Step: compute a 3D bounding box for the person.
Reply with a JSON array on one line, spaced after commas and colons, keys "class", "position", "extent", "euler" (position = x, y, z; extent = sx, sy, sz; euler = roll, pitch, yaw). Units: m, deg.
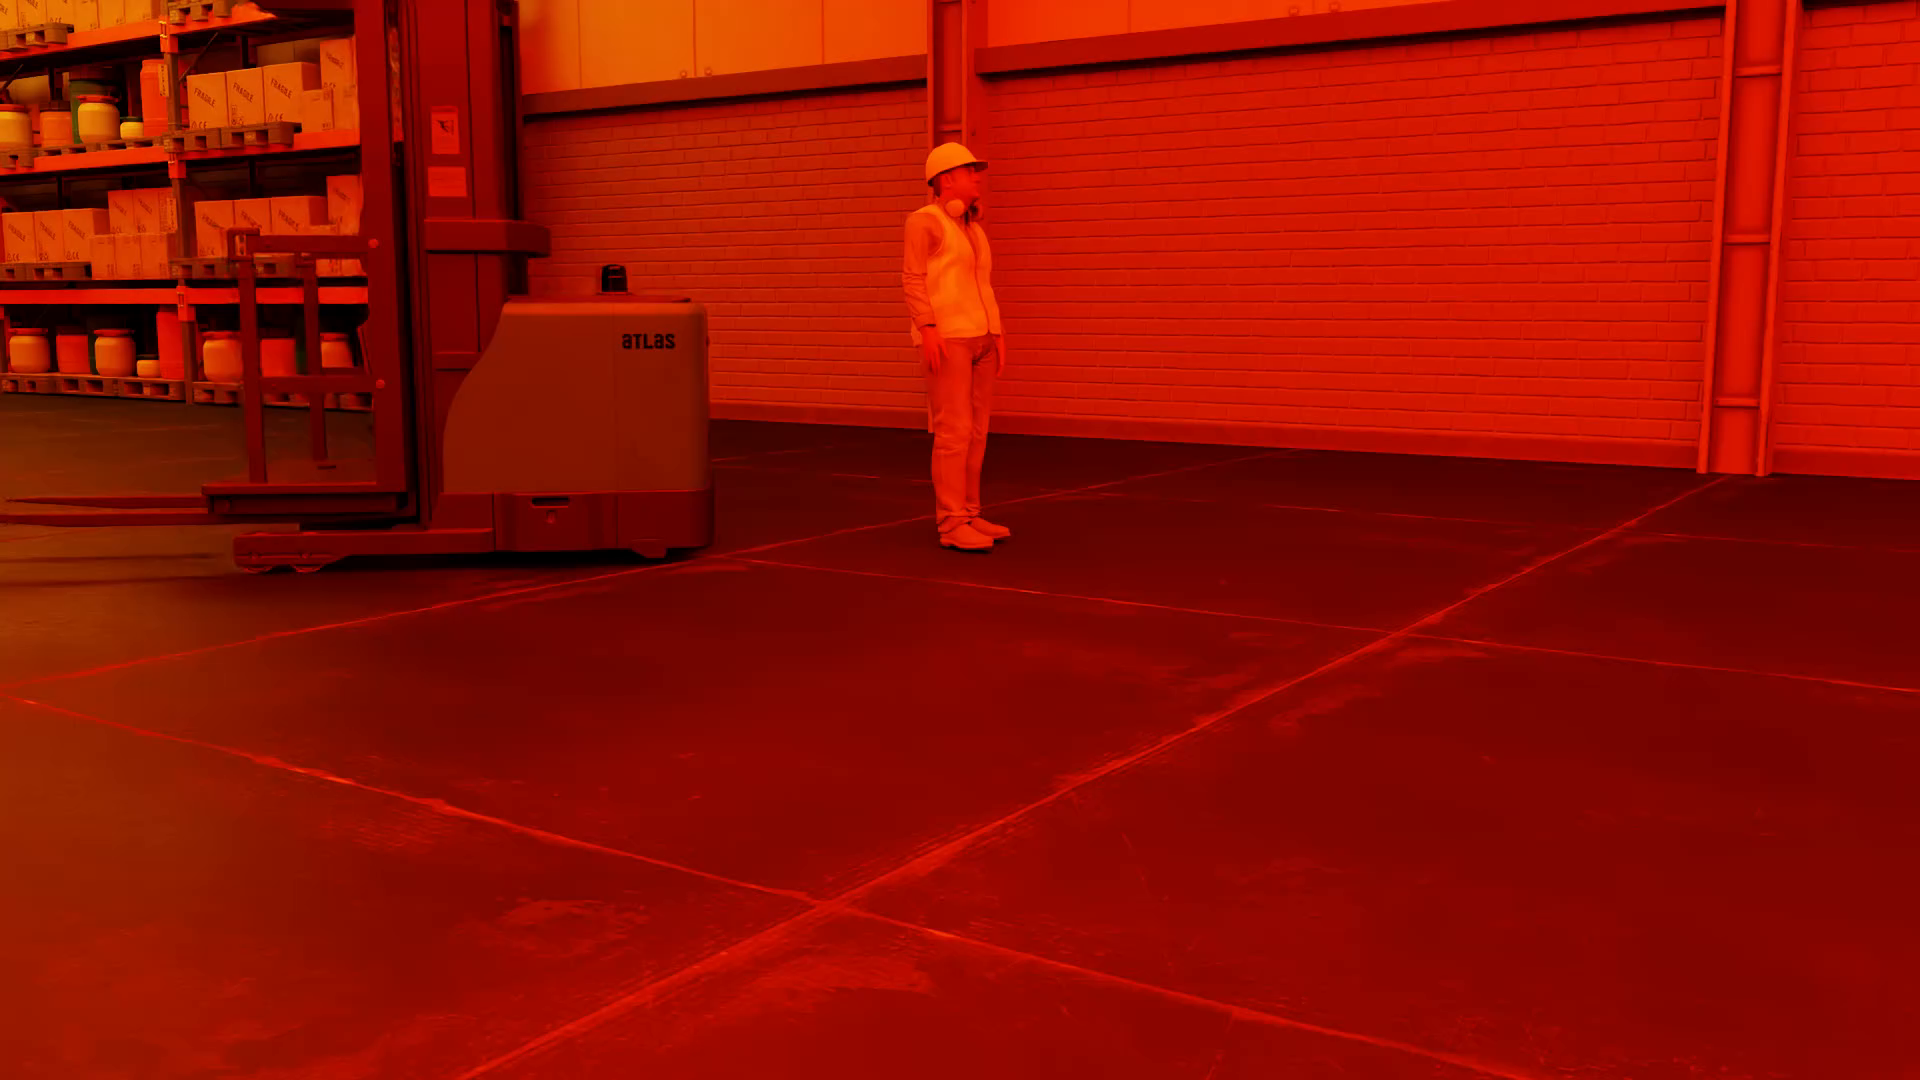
[{"class": "person", "position": [0.048, -0.880, 7.437], "extent": [0.566, 1.775, 0.634], "euler": [5, 10, 34]}]

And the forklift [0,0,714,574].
[{"class": "forklift", "position": [-2.601, -1.395, 7.001], "extent": [3.031, 2.935, 1.130], "euler": [-1, 8, -7]}]
